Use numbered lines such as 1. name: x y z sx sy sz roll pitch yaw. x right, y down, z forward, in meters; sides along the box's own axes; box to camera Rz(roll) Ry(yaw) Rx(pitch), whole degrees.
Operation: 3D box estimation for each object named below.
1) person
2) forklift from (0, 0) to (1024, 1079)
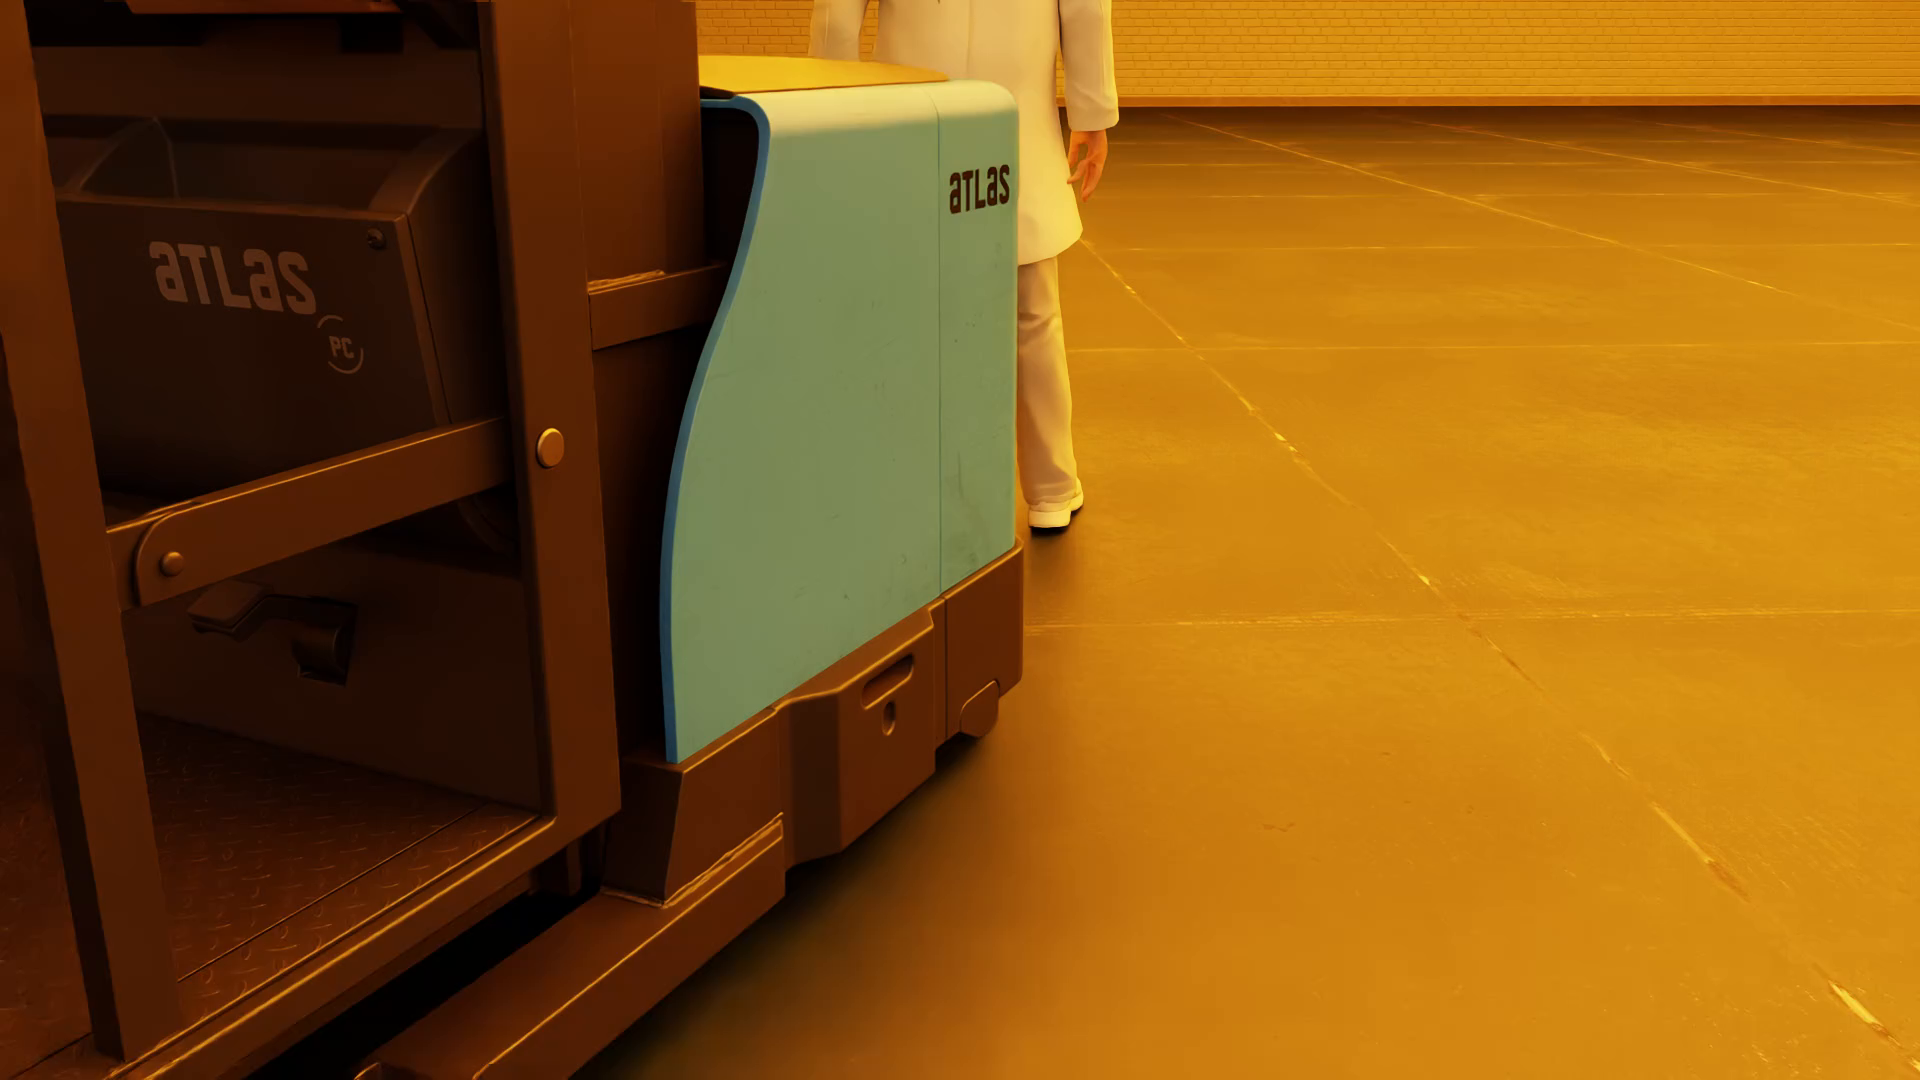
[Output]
1. person: 0.000 -0.883 3.742 0.694 1.776 0.581 -1 17 -3
2. forklift: -0.995 -0.783 1.468 1.130 2.935 3.031 8 19 25
